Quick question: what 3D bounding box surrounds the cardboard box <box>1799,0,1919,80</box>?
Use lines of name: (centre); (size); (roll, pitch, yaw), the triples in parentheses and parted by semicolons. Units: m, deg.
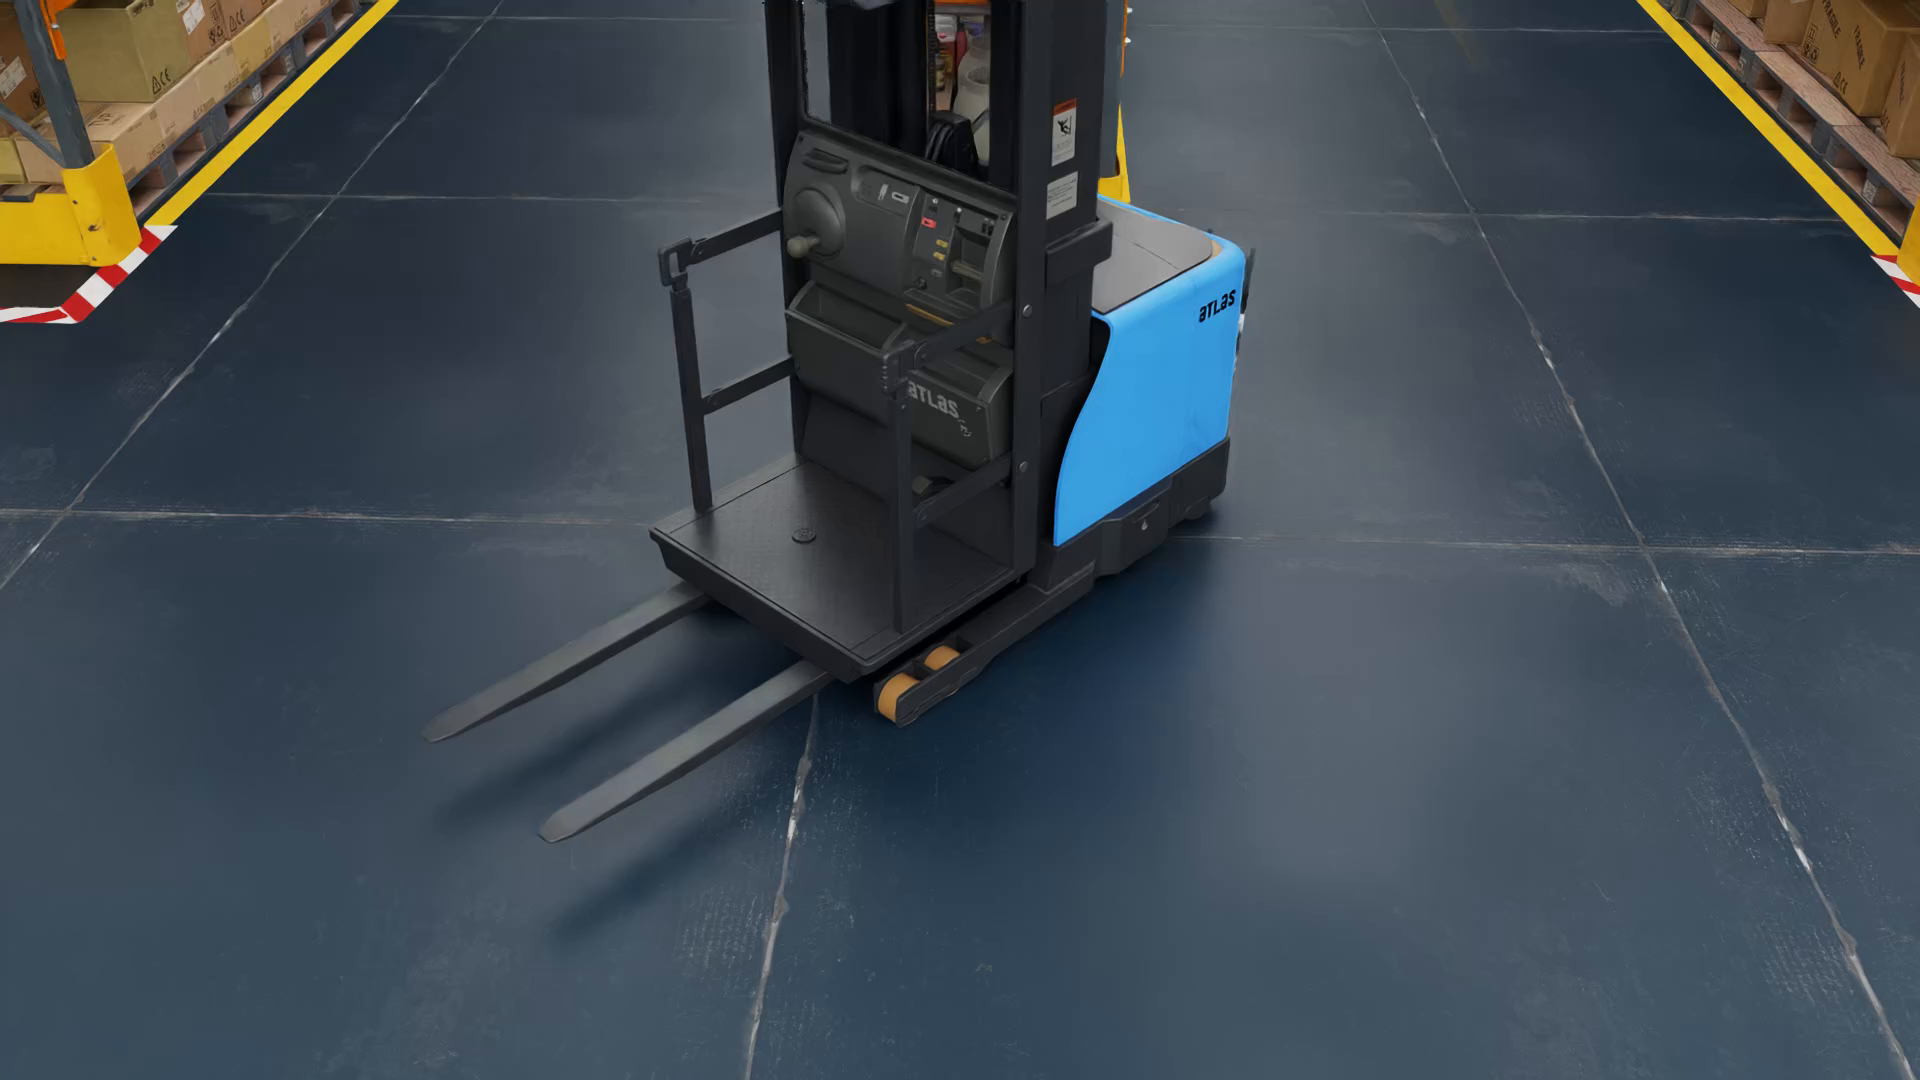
cardboard box: (5.325, -2.993, 9.709); (0.500, 0.500, 0.500); (-2, 35, -2)

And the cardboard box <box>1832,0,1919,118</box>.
cardboard box: (5.258, -2.674, 9.254); (0.500, 0.500, 0.500); (4, 35, 6)

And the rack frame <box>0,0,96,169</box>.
rack frame: (-4.716, -2.694, 7.474); (1.000, 3.000, 0.127); (1, 35, 2)

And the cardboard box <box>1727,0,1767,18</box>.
cardboard box: (5.287, -3.681, 10.688); (0.500, 0.500, 0.500); (0, 35, 0)

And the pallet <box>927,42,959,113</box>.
pallet: (0.279, -2.647, 9.832); (1.003, 0.211, 1.213); (1, 35, 2)

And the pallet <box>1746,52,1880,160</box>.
pallet: (5.305, -2.531, 9.667); (1.003, 0.211, 1.213); (1, 35, 2)

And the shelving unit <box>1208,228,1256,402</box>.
shelving unit: (0.927, -0.738, 6.503); (0.210, 0.900, 0.258); (-21, 40, -34)

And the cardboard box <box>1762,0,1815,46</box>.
cardboard box: (5.271, -3.352, 10.219); (0.500, 0.500, 0.500); (12, 37, 17)

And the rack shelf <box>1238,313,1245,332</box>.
rack shelf: (0.936, -0.862, 6.426); (0.200, 0.077, 0.258); (-21, 40, -34)

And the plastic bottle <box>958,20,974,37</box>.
plastic bottle: (0.037, -3.019, 9.988); (0.097, 0.201, 0.097); (0, 35, 0)

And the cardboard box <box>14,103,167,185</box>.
cardboard box: (-4.472, -2.043, 8.575); (0.500, 0.250, 0.500); (1, 35, 2)

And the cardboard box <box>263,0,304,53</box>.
cardboard box: (-4.391, -3.193, 10.210); (0.500, 0.250, 0.500); (1, 35, 2)

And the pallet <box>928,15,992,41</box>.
pallet: (0.325, -3.349, 10.832); (1.003, 0.211, 1.213); (1, 35, 2)

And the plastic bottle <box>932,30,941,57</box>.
plastic bottle: (-0.145, -2.779, 9.575); (0.061, 0.283, 0.133); (2, 35, 3)

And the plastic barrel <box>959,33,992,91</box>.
plastic barrel: (0.203, -2.399, 8.853); (0.421, 0.512, 0.421); (0, 35, 0)

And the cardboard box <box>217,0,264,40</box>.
cardboard box: (-4.410, -3.212, 9.586); (0.500, 0.500, 0.500); (1, 35, 2)

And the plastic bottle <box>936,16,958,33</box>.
plastic bottle: (-0.088, -2.932, 9.799); (0.152, 0.276, 0.135); (0, 35, 1)

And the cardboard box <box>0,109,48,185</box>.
cardboard box: (-4.990, -2.055, 8.592); (0.500, 0.250, 0.500); (1, 35, 2)

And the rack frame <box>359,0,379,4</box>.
rack frame: (-4.556, -4.992, 10.744); (1.000, 3.000, 0.127); (1, 35, 2)

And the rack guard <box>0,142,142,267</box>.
rack guard: (-4.717, -1.657, 8.173); (1.175, 0.500, 0.348); (1, 35, 2)

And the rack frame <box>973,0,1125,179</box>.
rack frame: (0.233, -2.577, 7.308); (1.000, 3.000, 0.127); (1, 35, 2)

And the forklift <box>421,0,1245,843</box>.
forklift: (-0.353, -0.933, 5.028); (1.130, 2.935, 3.031); (29, 44, 34)

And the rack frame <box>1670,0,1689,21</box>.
rack frame: (5.343, -4.761, 10.415); (1.000, 3.000, 0.127); (1, 35, 2)

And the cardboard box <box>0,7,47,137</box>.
cardboard box: (-4.992, -2.362, 8.377); (0.500, 0.500, 0.500); (1, 35, 2)

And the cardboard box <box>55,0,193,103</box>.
cardboard box: (-4.454, -2.638, 8.768); (0.500, 0.500, 0.500); (1, 35, 2)

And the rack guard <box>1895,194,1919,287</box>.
rack guard: (5.185, -1.484, 7.926); (1.175, 0.500, 0.348); (1, 35, 2)

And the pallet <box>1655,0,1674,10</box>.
pallet: (5.372, -4.067, 11.854); (1.003, 0.211, 1.213); (1, 35, 2)

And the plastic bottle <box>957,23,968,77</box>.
plastic bottle: (0.013, -2.853, 9.681); (0.061, 0.283, 0.133); (1, 35, 2)

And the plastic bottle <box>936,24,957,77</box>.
plastic bottle: (-0.094, -2.852, 9.686); (0.152, 0.276, 0.135); (2, 35, 2)

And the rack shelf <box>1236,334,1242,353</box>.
rack shelf: (0.930, -0.785, 6.473); (0.200, 0.077, 0.258); (-21, 40, -34)

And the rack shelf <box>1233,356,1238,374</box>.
rack shelf: (0.924, -0.709, 6.521); (0.200, 0.077, 0.258); (-21, 40, -34)

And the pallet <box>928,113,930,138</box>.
pallet: (0.227, -1.948, 8.838); (1.003, 0.211, 1.213); (1, 35, 2)

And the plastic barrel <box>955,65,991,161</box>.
plastic barrel: (0.183, -2.111, 8.443); (0.421, 0.512, 0.421); (0, 35, 0)

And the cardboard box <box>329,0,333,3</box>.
cardboard box: (-4.356, -3.767, 11.028); (0.500, 0.250, 0.500); (1, 35, 2)

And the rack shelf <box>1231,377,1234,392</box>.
rack shelf: (0.918, -0.633, 6.568); (0.200, 0.077, 0.258); (-21, 40, -34)

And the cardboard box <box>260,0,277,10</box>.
cardboard box: (-4.404, -3.500, 9.995); (0.500, 0.500, 0.500); (1, 35, 2)

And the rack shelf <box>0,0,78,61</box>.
rack shelf: (-4.636, -3.548, 9.316); (1.077, 0.370, 4.000); (1, 35, 2)

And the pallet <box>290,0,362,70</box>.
pallet: (-4.629, -3.395, 10.897); (1.003, 0.211, 1.213); (1, 35, 2)

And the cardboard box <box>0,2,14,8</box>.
cardboard box: (-4.967, -2.937, 9.194); (0.500, 0.500, 0.500); (1, 35, 2)

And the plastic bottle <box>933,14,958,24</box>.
plastic bottle: (-0.086, -3.058, 9.913); (0.144, 0.351, 0.185); (3, 35, 4)

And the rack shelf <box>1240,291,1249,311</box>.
rack shelf: (0.942, -0.938, 6.378); (0.200, 0.077, 0.258); (-21, 40, -34)

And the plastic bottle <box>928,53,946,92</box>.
plastic bottle: (-0.131, -2.678, 9.502); (0.097, 0.201, 0.097); (0, 35, 0)

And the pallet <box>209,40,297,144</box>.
pallet: (-4.676, -2.692, 9.897); (1.003, 0.211, 1.213); (1, 35, 2)

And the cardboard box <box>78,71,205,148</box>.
cardboard box: (-4.456, -2.331, 8.984); (0.500, 0.250, 0.500); (1, 35, 2)

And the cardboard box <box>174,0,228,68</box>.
cardboard box: (-4.447, -2.925, 9.177); (0.500, 0.500, 0.500); (1, 35, 2)

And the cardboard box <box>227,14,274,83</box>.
cardboard box: (-4.411, -2.905, 9.801); (0.500, 0.250, 0.500); (1, 35, 2)

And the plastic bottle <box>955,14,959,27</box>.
plastic bottle: (-0.078, -3.165, 10.065); (0.144, 0.351, 0.185); (1, 35, 2)

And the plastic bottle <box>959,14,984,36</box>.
plastic bottle: (0.071, -3.145, 10.103); (0.152, 0.276, 0.135); (1, 35, 2)

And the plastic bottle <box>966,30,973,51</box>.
plastic bottle: (0.037, -2.909, 9.832); (0.097, 0.201, 0.097); (0, 35, 0)

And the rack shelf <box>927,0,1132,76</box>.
rack shelf: (0.313, -3.432, 9.150); (1.077, 0.370, 4.000); (1, 35, 2)

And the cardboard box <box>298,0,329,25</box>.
cardboard box: (-4.386, -3.480, 10.619); (0.500, 0.250, 0.500); (1, 35, 2)

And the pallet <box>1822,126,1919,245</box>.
pallet: (5.253, -1.831, 8.672); (1.003, 0.211, 1.213); (1, 35, 2)

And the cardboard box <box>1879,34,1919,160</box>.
cardboard box: (5.213, -2.314, 8.743); (0.500, 0.500, 0.500); (10, 36, 14)

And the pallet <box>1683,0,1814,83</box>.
pallet: (5.351, -3.233, 10.667); (1.003, 0.211, 1.213); (1, 35, 2)

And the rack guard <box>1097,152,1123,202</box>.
rack guard: (0.189, -1.599, 8.091); (1.175, 0.500, 0.348); (1, 35, 2)

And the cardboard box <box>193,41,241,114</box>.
cardboard box: (-4.436, -2.618, 9.393); (0.500, 0.250, 0.500); (1, 35, 2)

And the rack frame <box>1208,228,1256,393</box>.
rack frame: (1.005, -0.767, 6.561); (0.006, 0.900, 0.240); (-21, 40, -34)

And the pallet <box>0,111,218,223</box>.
pallet: (-4.727, -1.993, 8.902); (1.003, 0.211, 1.213); (1, 35, 2)
